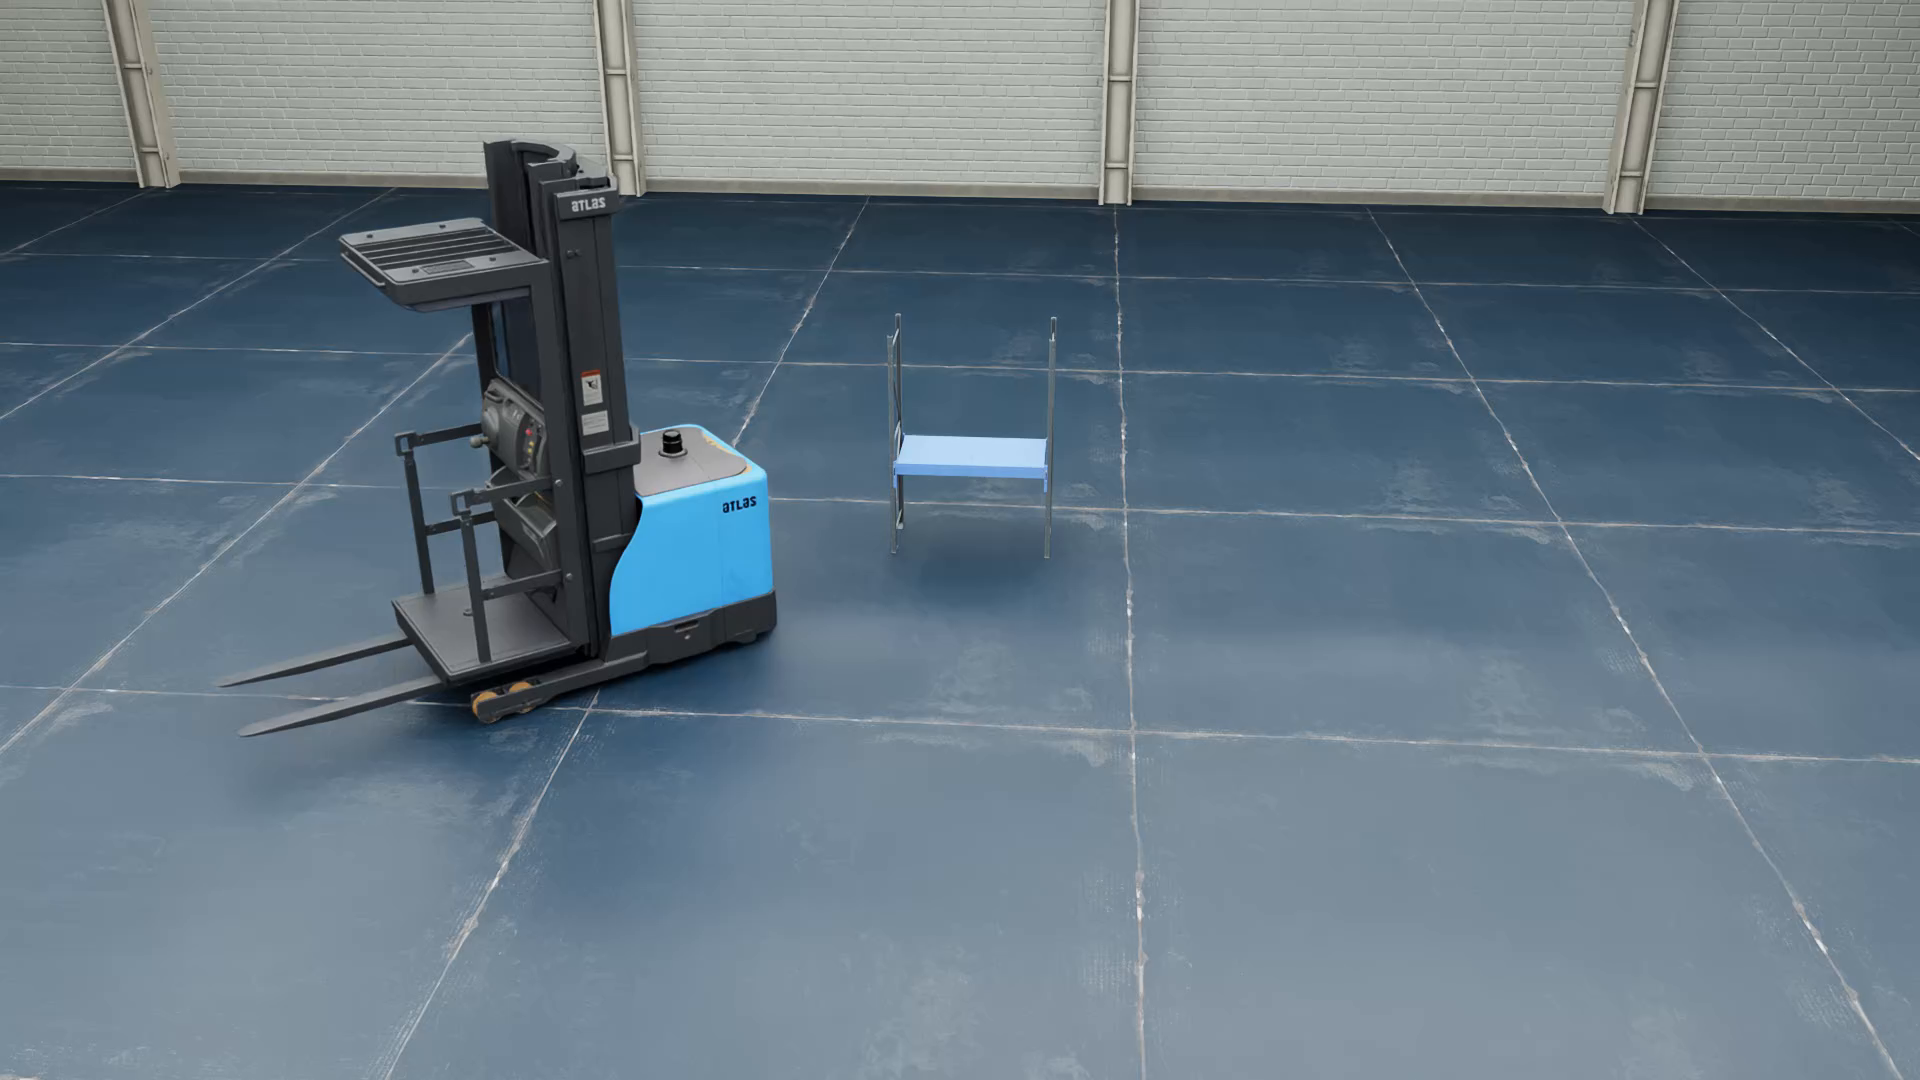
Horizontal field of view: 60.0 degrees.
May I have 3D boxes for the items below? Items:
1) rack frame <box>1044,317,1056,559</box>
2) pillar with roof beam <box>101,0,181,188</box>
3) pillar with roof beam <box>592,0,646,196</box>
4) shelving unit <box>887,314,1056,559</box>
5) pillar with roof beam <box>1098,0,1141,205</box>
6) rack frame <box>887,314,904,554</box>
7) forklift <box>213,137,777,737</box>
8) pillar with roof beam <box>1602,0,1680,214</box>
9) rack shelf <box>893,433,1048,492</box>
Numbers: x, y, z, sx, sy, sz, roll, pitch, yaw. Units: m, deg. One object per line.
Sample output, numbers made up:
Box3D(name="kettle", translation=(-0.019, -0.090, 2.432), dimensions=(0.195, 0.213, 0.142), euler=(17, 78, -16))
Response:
Box3D(name="rack frame", translation=(0.592, -0.662, 10.895), dimensions=(0.032, 1.500, 0.500), euler=(2, 25, 4))
Box3D(name="pillar with roof beam", translation=(-10.416, -6.775, 15.209), dimensions=(0.400, 9.000, 9.100), euler=(2, 25, 4))
Box3D(name="pillar with roof beam", translation=(-4.434, -6.583, 14.792), dimensions=(0.400, 9.000, 9.100), euler=(2, 25, 4))
Box3D(name="shelving unit", translation=(0.085, -0.679, 10.931), dimensions=(1.048, 1.500, 0.538), euler=(2, 25, 4))
Box3D(name="pillar with roof beam", translation=(1.549, -6.391, 14.375), dimensions=(0.400, 9.000, 9.100), euler=(2, 25, 4))
Box3D(name="rack frame", translation=(-0.422, -0.695, 10.966), dimensions=(0.032, 1.500, 0.500), euler=(2, 25, 4))
Box3D(name="forklift", translation=(-2.611, -0.584, 9.014), dimensions=(3.031, 2.935, 1.130), euler=(-15, 29, -30))
Box3D(name="pillar with roof beam", translation=(7.531, -6.199, 13.958), dimensions=(0.400, 9.000, 9.100), euler=(2, 25, 4))
Box3D(name="rack shelf", translation=(0.085, -0.515, 11.006), dimensions=(1.000, 0.185, 0.538), euler=(2, 25, 4))
